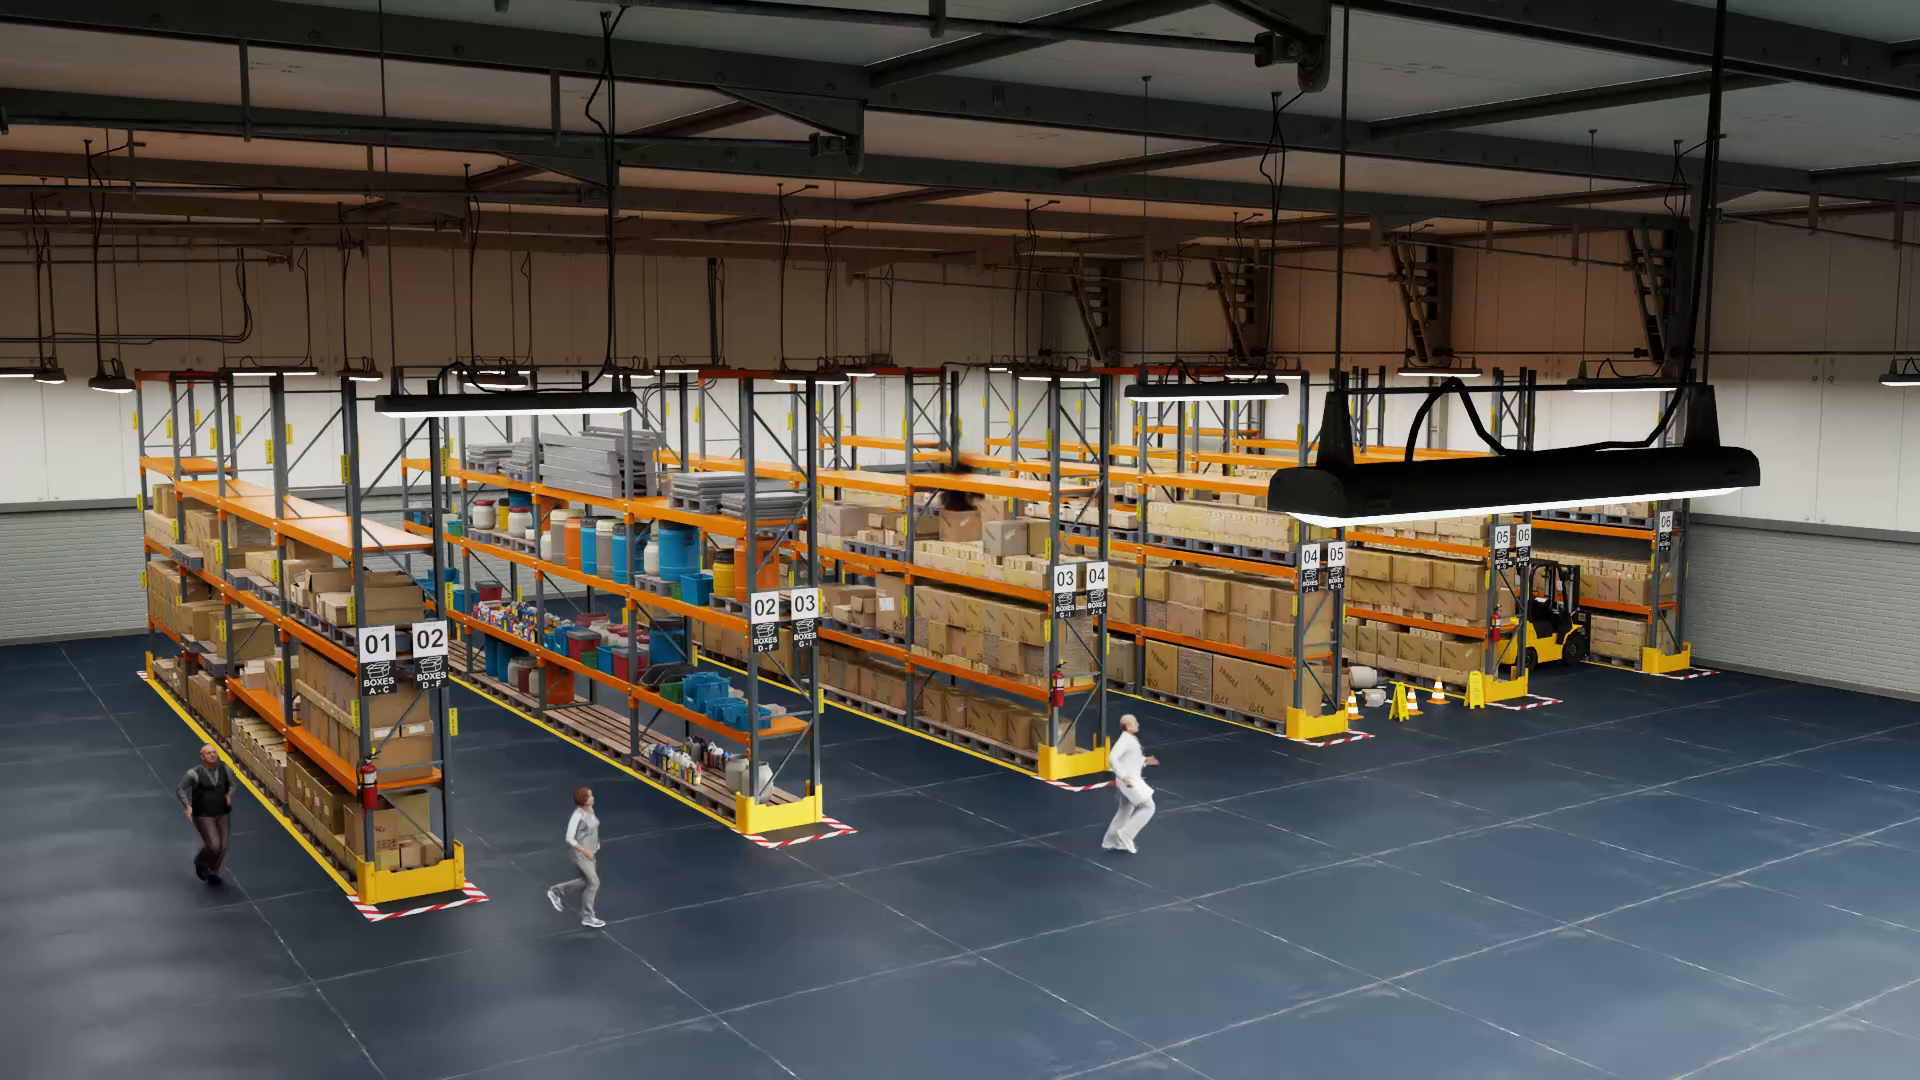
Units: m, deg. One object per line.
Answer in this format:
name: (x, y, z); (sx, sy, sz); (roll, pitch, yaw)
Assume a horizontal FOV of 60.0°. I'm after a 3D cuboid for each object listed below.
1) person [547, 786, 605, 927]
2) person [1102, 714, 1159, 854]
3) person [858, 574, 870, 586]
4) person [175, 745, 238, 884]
person: (-4.253, 3.488, 18.365); (0.654, 1.585, 0.546); (0, 6, 4)
person: (2.163, 3.079, 21.057); (0.720, 1.767, 0.683); (0, 6, 1)
person: (-2.491, 0.671, 42.797); (0.683, 1.686, 0.579); (-6, 9, -42)
person: (-8.851, 3.269, 19.709); (0.591, 1.680, 0.644); (6, 9, 41)
